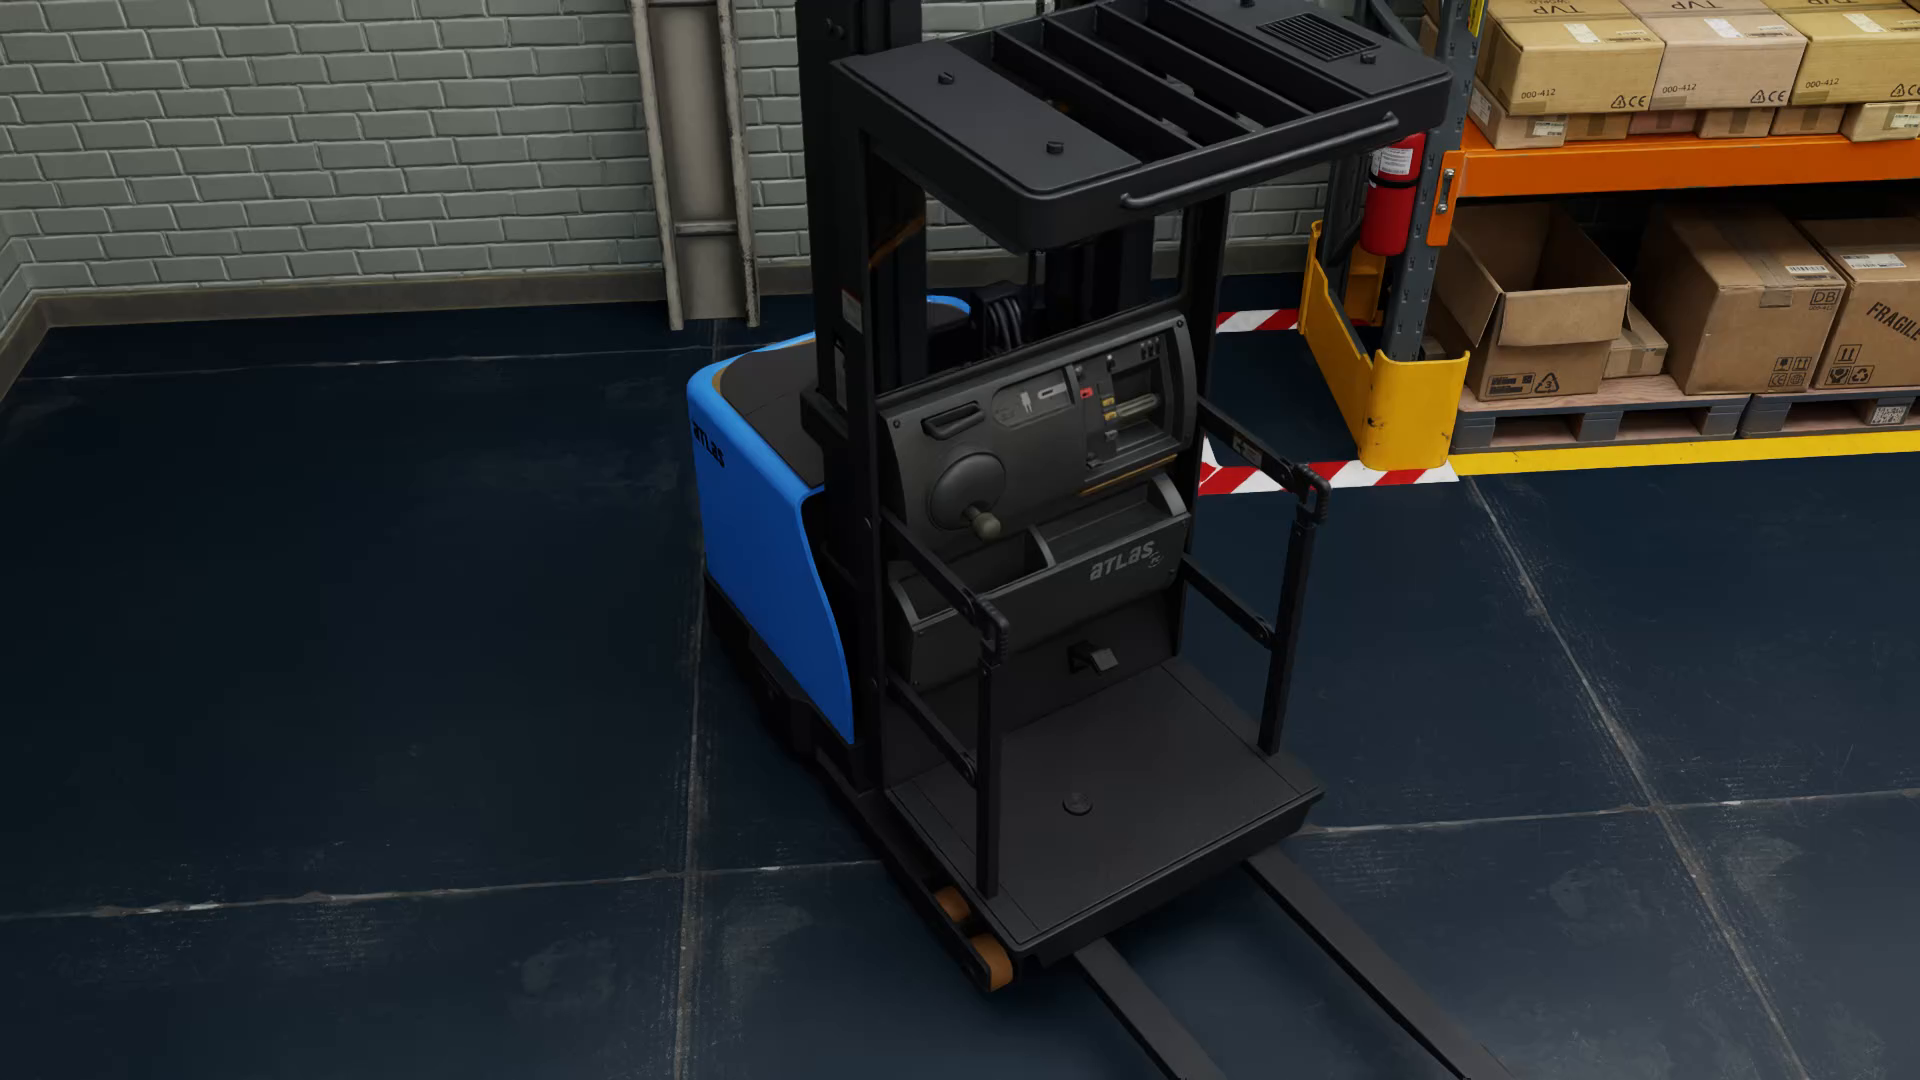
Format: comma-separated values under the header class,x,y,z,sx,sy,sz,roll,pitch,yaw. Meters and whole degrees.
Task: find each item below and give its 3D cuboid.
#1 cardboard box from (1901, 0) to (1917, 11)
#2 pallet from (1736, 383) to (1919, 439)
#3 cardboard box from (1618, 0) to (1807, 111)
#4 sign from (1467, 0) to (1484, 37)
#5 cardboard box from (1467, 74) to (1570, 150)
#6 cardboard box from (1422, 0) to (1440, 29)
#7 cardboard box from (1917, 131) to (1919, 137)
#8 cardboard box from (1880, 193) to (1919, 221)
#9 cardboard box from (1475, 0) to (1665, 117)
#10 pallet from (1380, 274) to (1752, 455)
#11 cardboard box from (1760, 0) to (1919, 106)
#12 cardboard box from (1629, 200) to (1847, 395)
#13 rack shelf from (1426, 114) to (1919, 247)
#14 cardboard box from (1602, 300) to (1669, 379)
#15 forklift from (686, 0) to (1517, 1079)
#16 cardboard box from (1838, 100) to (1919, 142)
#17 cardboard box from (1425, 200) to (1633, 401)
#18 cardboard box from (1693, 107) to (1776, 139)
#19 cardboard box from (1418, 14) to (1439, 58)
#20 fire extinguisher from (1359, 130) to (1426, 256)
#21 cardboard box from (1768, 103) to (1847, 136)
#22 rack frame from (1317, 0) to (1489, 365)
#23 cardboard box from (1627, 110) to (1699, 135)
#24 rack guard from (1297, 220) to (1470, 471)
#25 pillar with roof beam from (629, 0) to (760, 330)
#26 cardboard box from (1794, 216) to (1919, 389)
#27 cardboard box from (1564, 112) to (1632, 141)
class,x,y,z,sx,sy,sz,roll,pitch,yaw
cardboard box,3.644,-1.829,6.027,0.500,0.250,0.500,-4,38,-5
pallet,3.736,-0.832,7.134,1.213,0.211,1.003,-3,38,-4
cardboard box,2.632,-1.758,5.937,0.500,0.250,0.500,-3,38,-3
sign,1.702,-1.818,5.434,0.005,0.325,0.100,-3,38,-4
cardboard box,2.005,-1.563,6.013,0.250,0.149,0.380,-3,38,-4
cardboard box,2.088,-2.060,6.320,0.500,0.250,0.500,-2,38,-3
cardboard box,3.553,-1.630,6.098,0.250,0.149,0.380,-2,38,-3
cardboard box,4.160,-1.052,6.840,0.500,0.500,0.700,-5,38,-6
cardboard box,2.129,-1.730,5.902,0.500,0.250,0.500,-3,38,-4
pallet,2.523,-0.767,7.052,1.213,0.211,1.003,-3,38,-4
cardboard box,3.136,-1.787,5.975,0.500,0.250,0.500,-4,38,-5
cardboard box,3.126,-0.995,6.768,0.500,0.500,0.700,-2,38,-2
rack shelf,3.646,-1.641,6.488,4.000,0.370,1.077,-3,38,-4
cardboard box,2.698,-0.833,6.847,0.250,0.149,0.380,-5,39,-6
forklift,0.345,-0.226,4.170,1.130,2.935,3.031,-22,43,-25
cardboard box,3.293,-1.603,6.063,0.250,0.149,0.380,-4,38,-5
cardboard box,2.271,-0.973,6.738,0.637,0.503,0.797,-5,39,-6
cardboard box,2.770,-1.618,6.082,0.250,0.149,0.380,-2,38,-3
cardboard box,1.960,-1.898,6.437,0.250,0.149,0.380,-4,38,-4
fire extinguisher,1.548,-1.343,5.894,0.183,0.674,0.296,-3,38,-4
cardboard box,3.035,-1.636,6.104,0.250,0.149,0.380,-3,38,-3
rack frame,1.654,-1.813,6.126,0.127,3.000,1.000,-3,38,-4
cardboard box,2.513,-1.642,6.112,0.250,0.149,0.380,-4,38,-5
rack guard,1.729,-0.836,6.906,0.348,0.500,1.175,-3,38,-4
pillar with roof beam,-0.731,-1.920,1.419,0.400,9.000,9.100,-3,38,-4
cardboard box,3.662,-0.962,6.727,0.500,0.500,0.500,-2,38,-3
cardboard box,2.255,-1.606,6.066,0.250,0.149,0.380,-2,38,-3
